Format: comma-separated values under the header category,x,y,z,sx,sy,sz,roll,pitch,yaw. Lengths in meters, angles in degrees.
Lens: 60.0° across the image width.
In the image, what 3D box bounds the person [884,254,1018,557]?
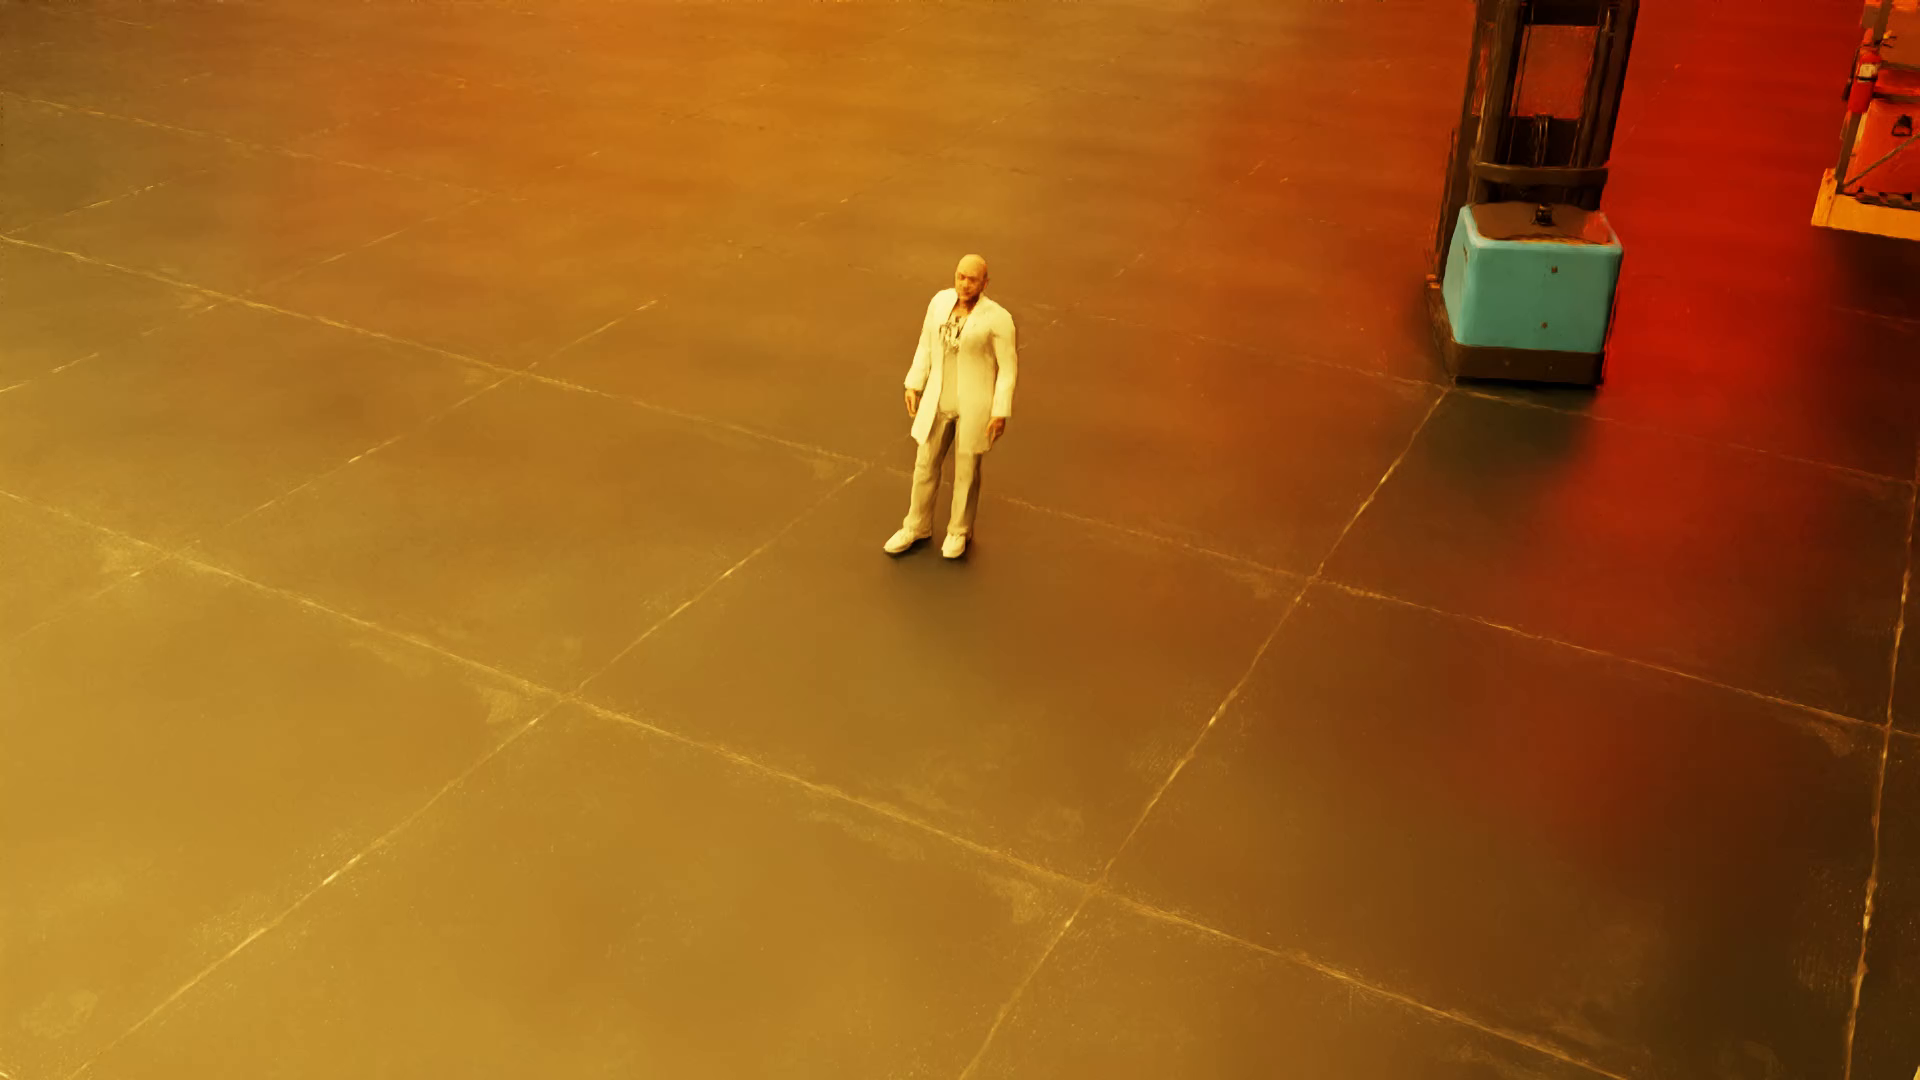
category,x,y,z,sx,sy,sz,roll,pitch,yaw
person,-0.048,-0.738,9.488,0.694,1.776,0.579,15,33,25

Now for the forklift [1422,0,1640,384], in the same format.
category,x,y,z,sx,sy,sz,roll,pitch,yaw
forklift,4.255,-3.089,12.424,1.130,2.935,3.031,4,30,8
